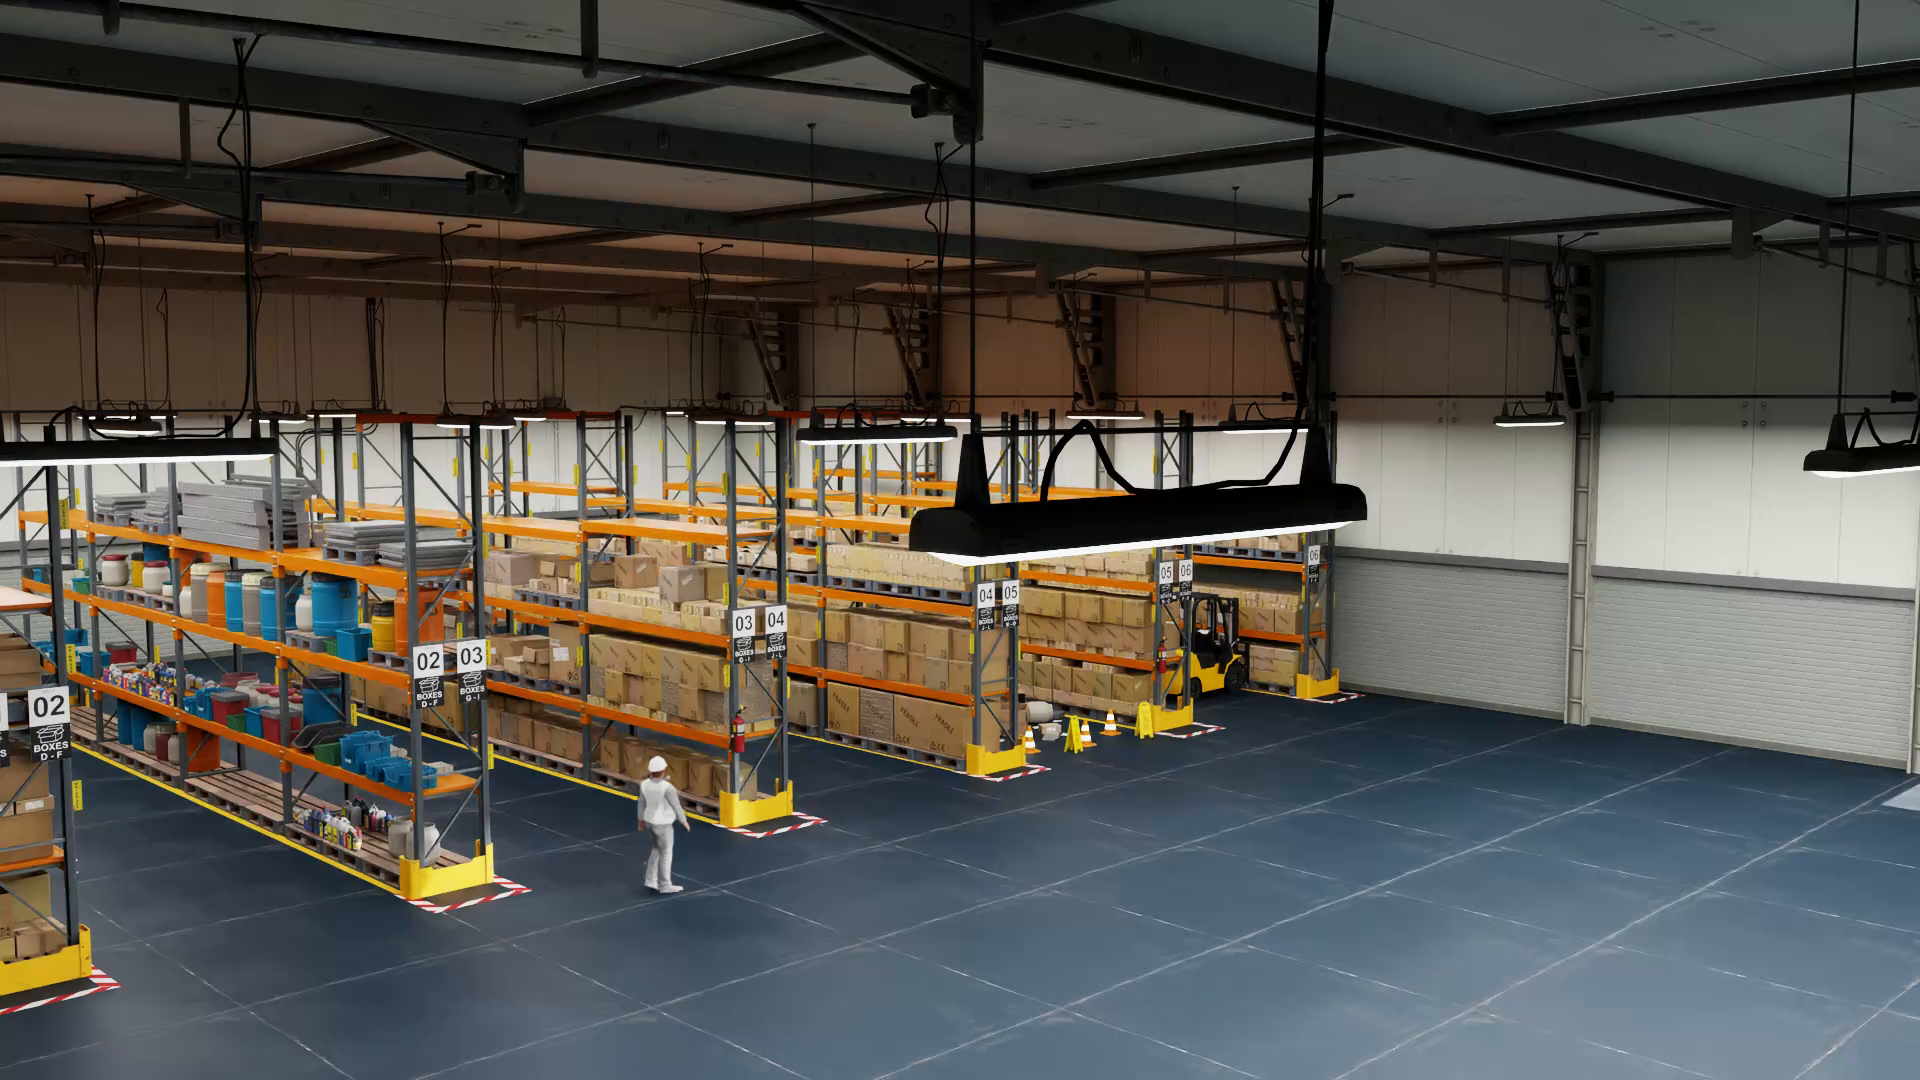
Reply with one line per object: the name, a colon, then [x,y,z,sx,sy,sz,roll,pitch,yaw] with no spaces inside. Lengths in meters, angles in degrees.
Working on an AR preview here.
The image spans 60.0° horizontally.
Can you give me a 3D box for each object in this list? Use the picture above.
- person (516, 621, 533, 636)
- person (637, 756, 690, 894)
person: [-10.712,1.938,40.800,0.612,1.794,0.435,1,5,8]
person: [-3.788,3.631,21.225,0.560,1.808,0.618,-4,7,-42]
